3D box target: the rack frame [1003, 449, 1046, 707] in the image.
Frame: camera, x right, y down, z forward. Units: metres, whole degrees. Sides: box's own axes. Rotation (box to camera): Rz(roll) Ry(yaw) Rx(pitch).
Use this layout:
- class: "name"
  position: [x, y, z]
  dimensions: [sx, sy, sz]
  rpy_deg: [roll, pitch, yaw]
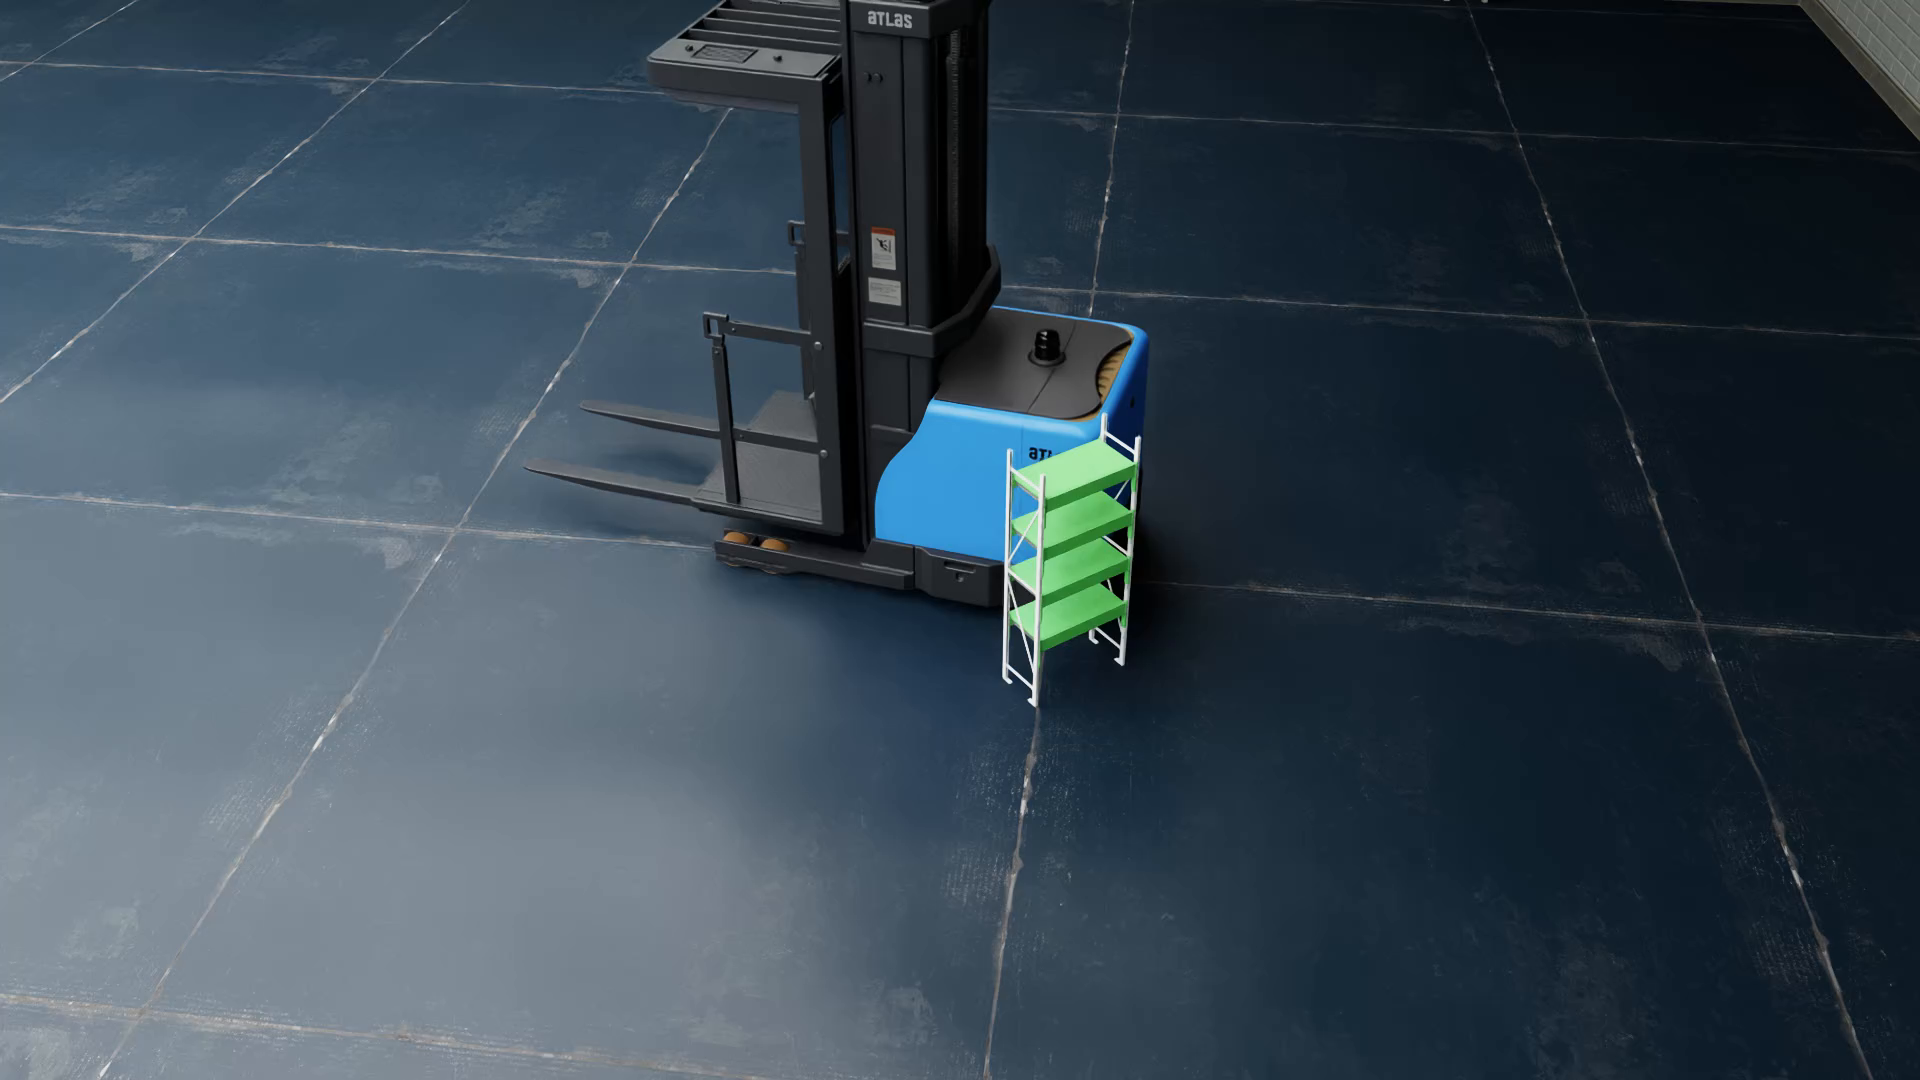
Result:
- class: "rack frame"
  position: [0.264, 0.179, 6.967]
  dimensions: [0.015, 1.200, 0.240]
  rpy_deg: [-22, 41, -28]

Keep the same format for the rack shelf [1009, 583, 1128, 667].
- class: "rack shelf"
  position: [0.464, 0.345, 7.257]
  dimensions: [0.480, 0.148, 0.258]
  rpy_deg: [-22, 41, -28]

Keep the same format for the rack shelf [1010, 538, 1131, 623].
- class: "rack shelf"
  position: [0.464, 0.150, 7.117]
  dimensions: [0.480, 0.148, 0.258]
  rpy_deg: [-22, 41, -28]

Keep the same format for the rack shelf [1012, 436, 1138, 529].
- class: "rack shelf"
  position: [0.464, -0.241, 6.838]
  dimensions: [0.480, 0.148, 0.258]
  rpy_deg: [-22, 41, -28]

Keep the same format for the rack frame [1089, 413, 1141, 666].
- class: "rack frame"
  position: [0.665, 0.017, 7.194]
  dimensions: [0.015, 1.200, 0.240]
  rpy_deg: [-22, 41, -28]

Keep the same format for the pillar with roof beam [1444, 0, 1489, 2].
- class: "pillar with roof beam"
  position: [4.068, -6.162, 9.137]
  dimensions: [0.400, 9.000, 9.100]
  rpy_deg: [4, 36, 6]

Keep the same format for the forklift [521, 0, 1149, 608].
- class: "forklift"
  position: [-0.673, -1.310, 7.563]
  dimensions: [3.031, 2.935, 1.130]
  rpy_deg: [10, 37, 14]

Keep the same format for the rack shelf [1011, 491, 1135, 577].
- class: "rack shelf"
  position: [0.464, -0.046, 6.978]
  dimensions: [0.480, 0.148, 0.258]
  rpy_deg: [-22, 41, -28]

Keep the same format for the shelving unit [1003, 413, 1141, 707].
- class: "shelving unit"
  position: [0.464, 0.098, 7.080]
  dimensions: [0.503, 1.200, 0.258]
  rpy_deg: [-22, 41, -28]
